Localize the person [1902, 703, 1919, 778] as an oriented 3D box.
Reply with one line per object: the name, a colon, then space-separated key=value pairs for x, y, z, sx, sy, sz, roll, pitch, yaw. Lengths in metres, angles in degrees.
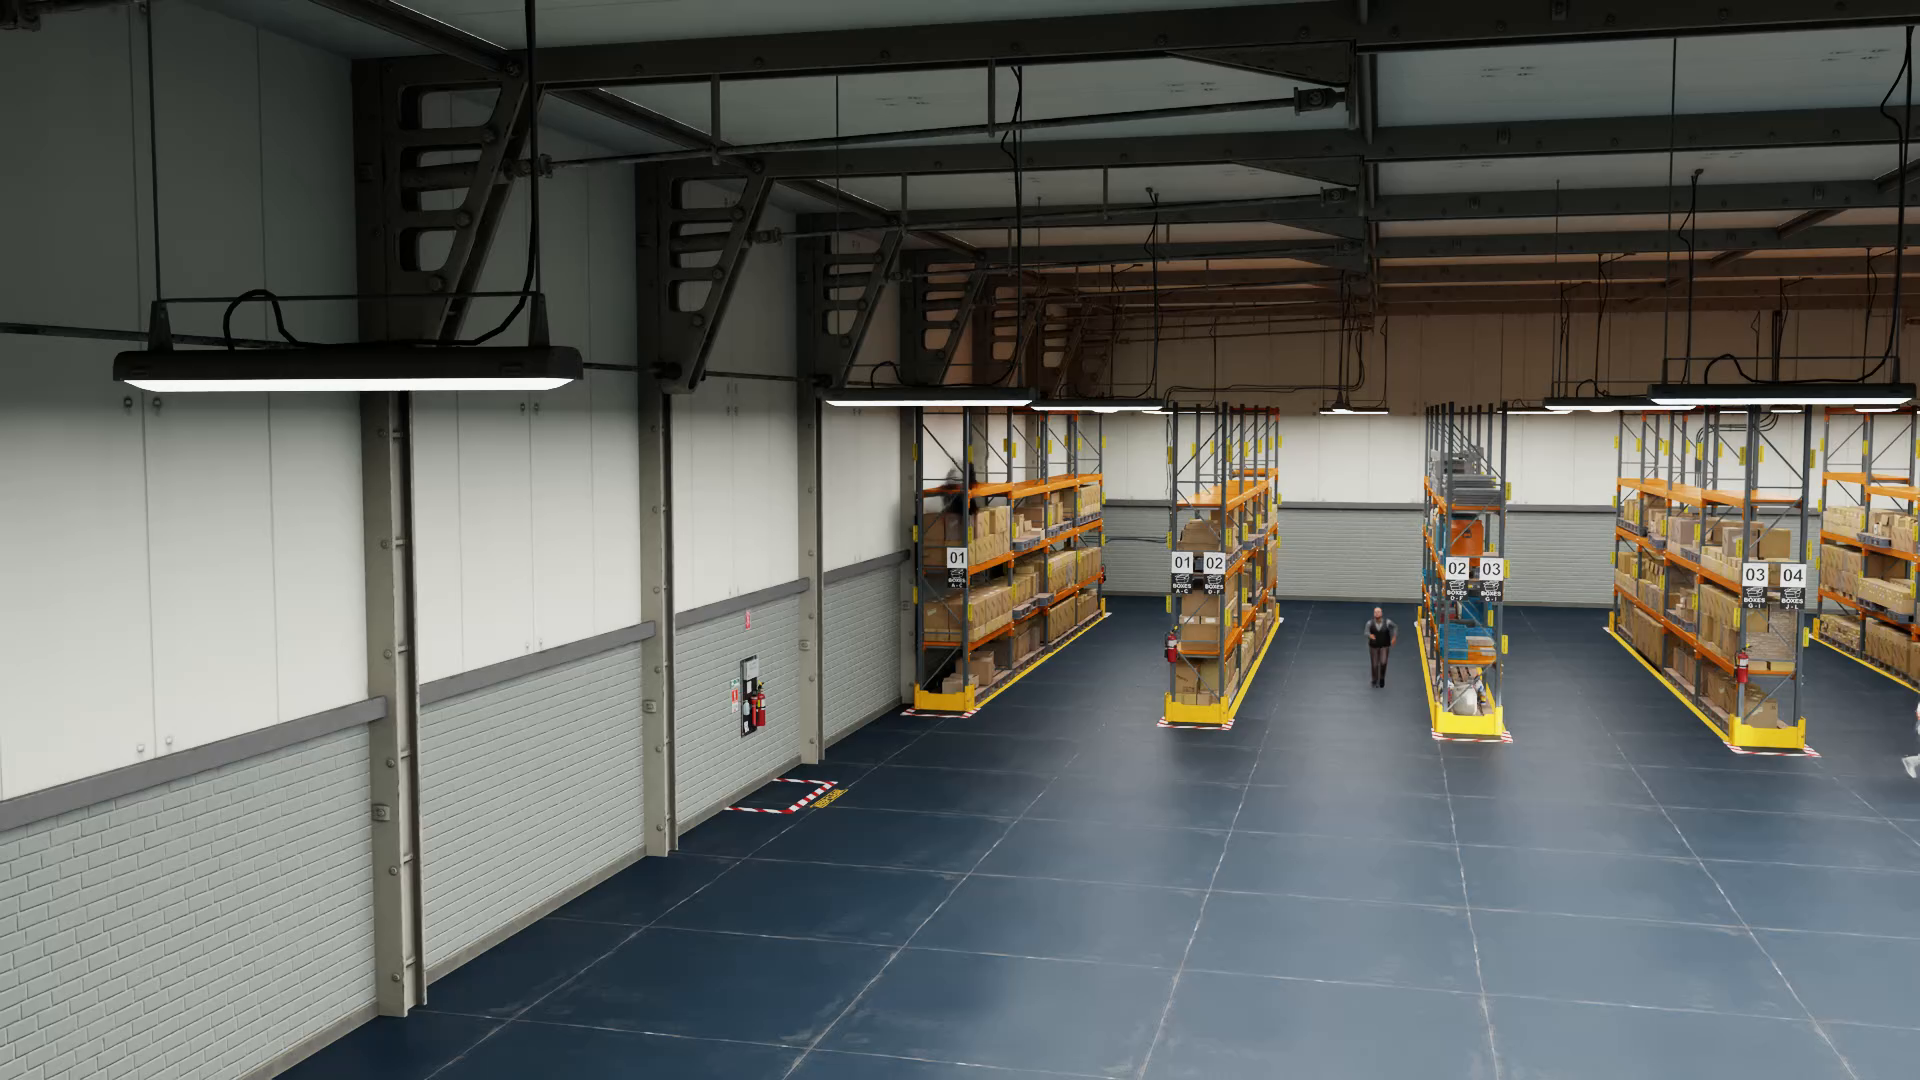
person: x=14.996 y=2.931 z=25.746 sx=0.673 sy=1.687 sz=0.625 roll=-4 pitch=6 yaw=-45

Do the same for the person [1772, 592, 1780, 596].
person: x=20.615 y=1.759 z=41.976 sx=0.686 sy=1.736 sz=0.556 roll=1 pitch=4 yaw=19

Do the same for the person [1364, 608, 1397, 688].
person: x=8.854 y=2.271 z=35.062 sx=0.664 sy=1.697 sz=0.848 roll=1 pitch=4 yaw=19
